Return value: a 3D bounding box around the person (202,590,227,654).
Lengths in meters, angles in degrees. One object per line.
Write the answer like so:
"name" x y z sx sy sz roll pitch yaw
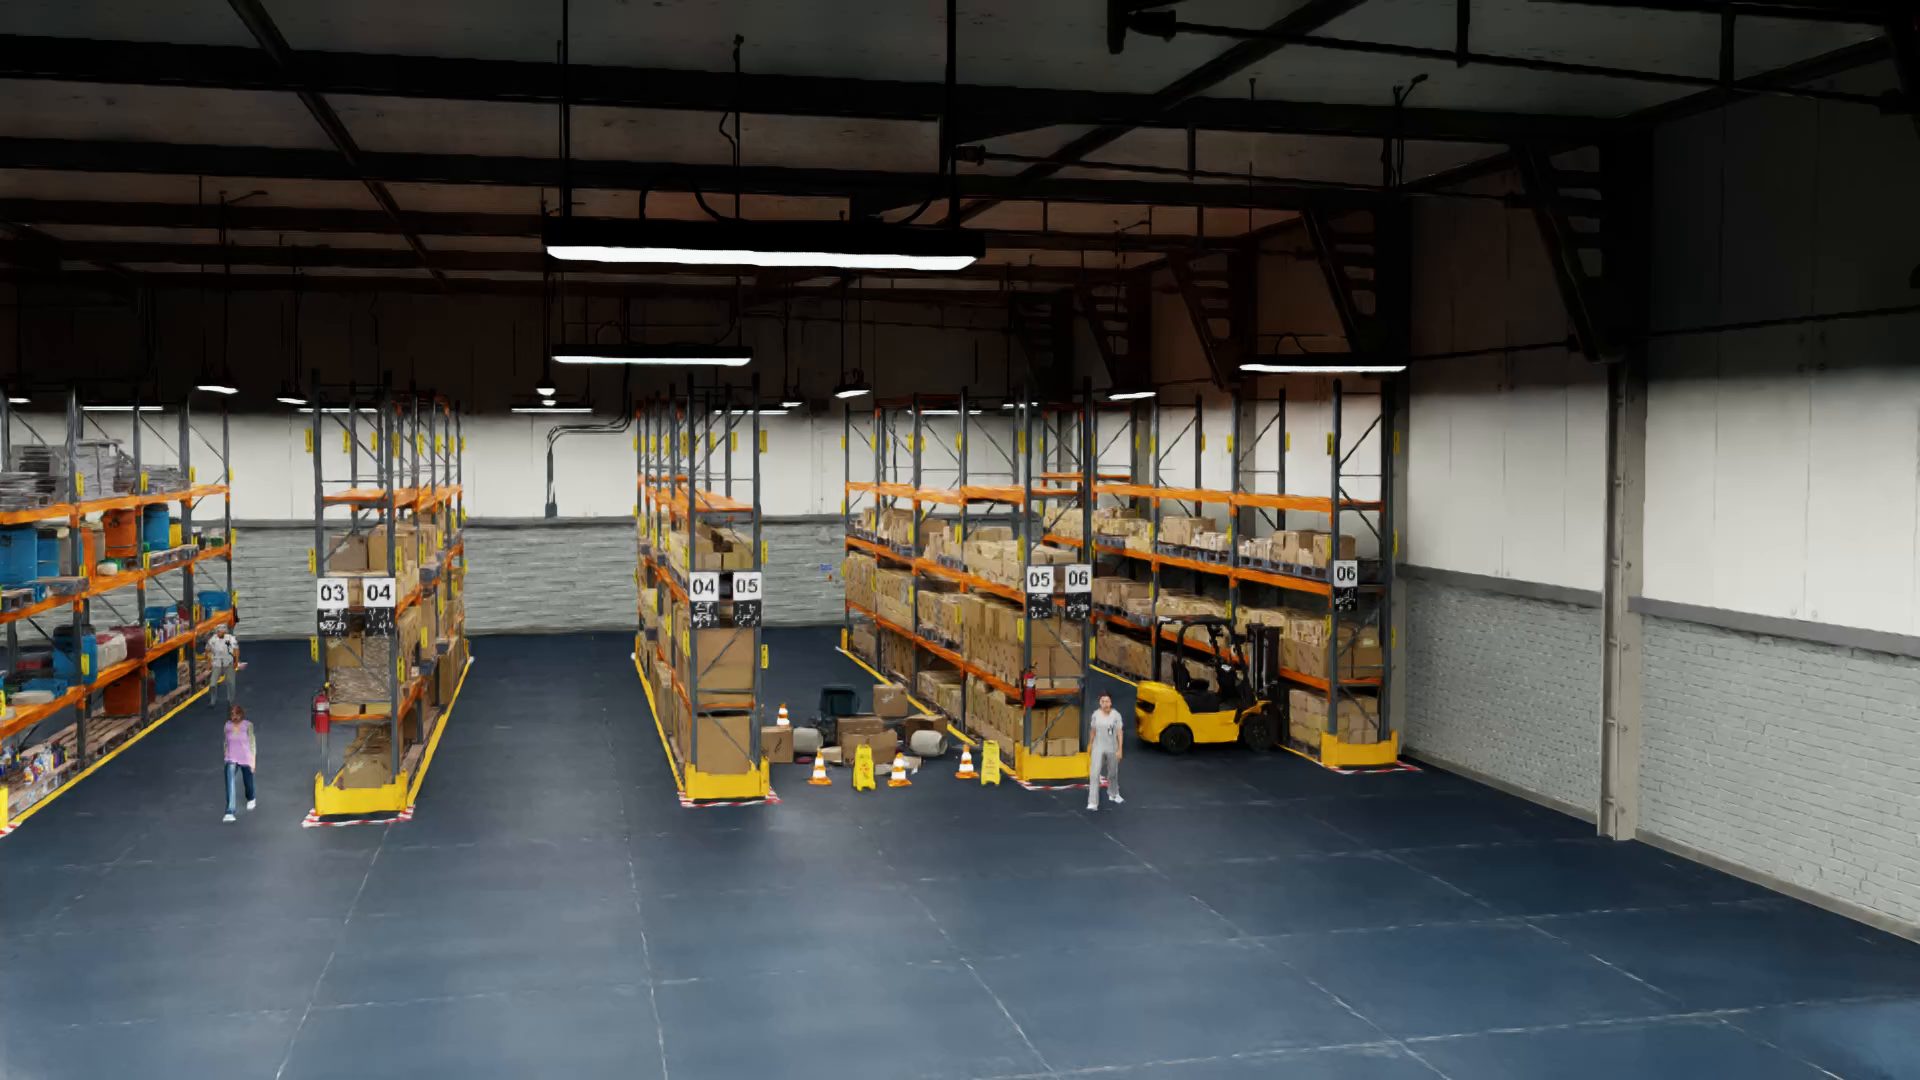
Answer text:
"person" -17.665 1.942 39.597 0.462 1.531 0.866 0 3 8

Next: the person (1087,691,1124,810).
"person" 2.002 2.871 22.853 0.482 1.621 0.947 1 3 10

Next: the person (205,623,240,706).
"person" -14.063 2.375 31.706 0.625 1.611 0.582 -1 3 -16

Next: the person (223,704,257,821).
"person" -9.645 2.944 22.297 0.416 1.525 1.034 -1 3 -15
